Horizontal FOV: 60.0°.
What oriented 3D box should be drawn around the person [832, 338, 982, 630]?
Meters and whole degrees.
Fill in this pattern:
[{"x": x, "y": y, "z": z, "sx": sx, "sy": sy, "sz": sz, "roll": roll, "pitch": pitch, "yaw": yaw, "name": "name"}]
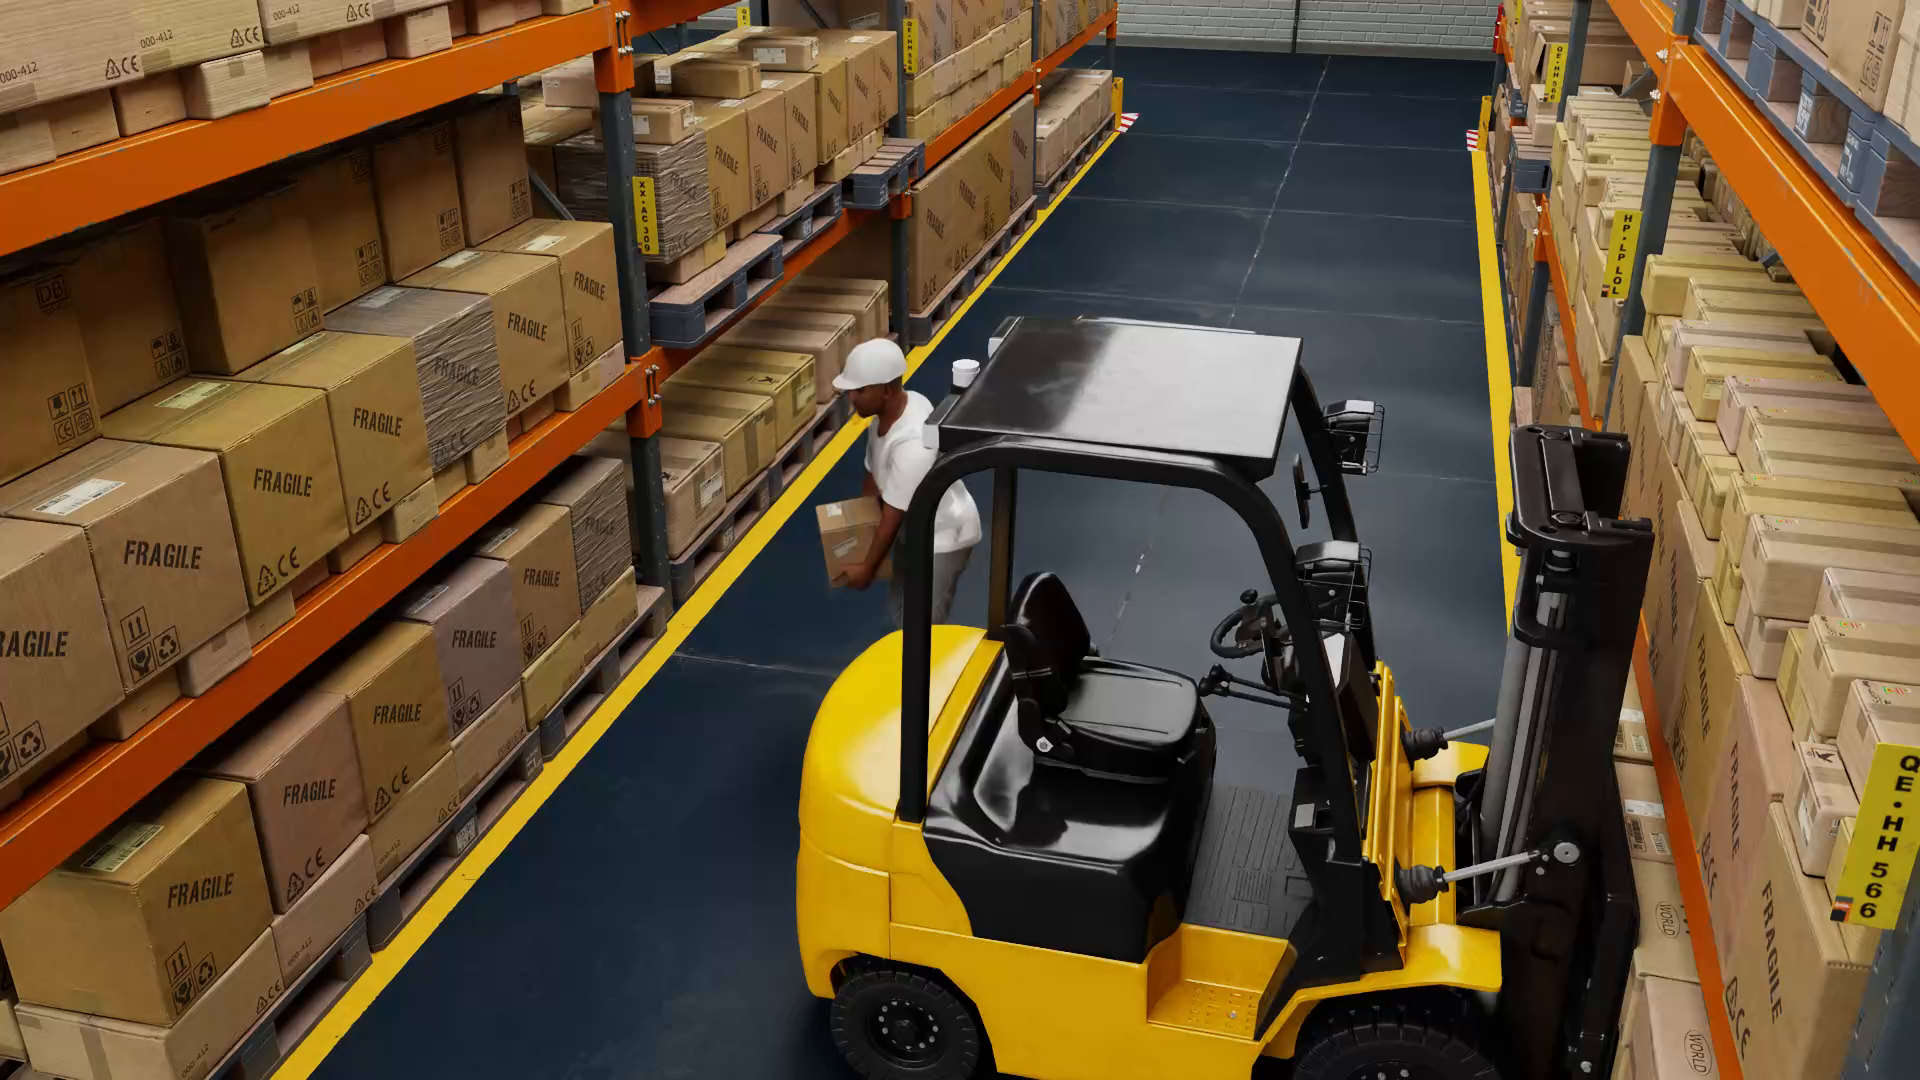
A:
[{"x": -0.228, "y": 0.017, "z": 6.597, "sx": 0.617, "sy": 1.720, "sz": 0.498, "roll": -7, "pitch": 26, "yaw": -14, "name": "person"}]
